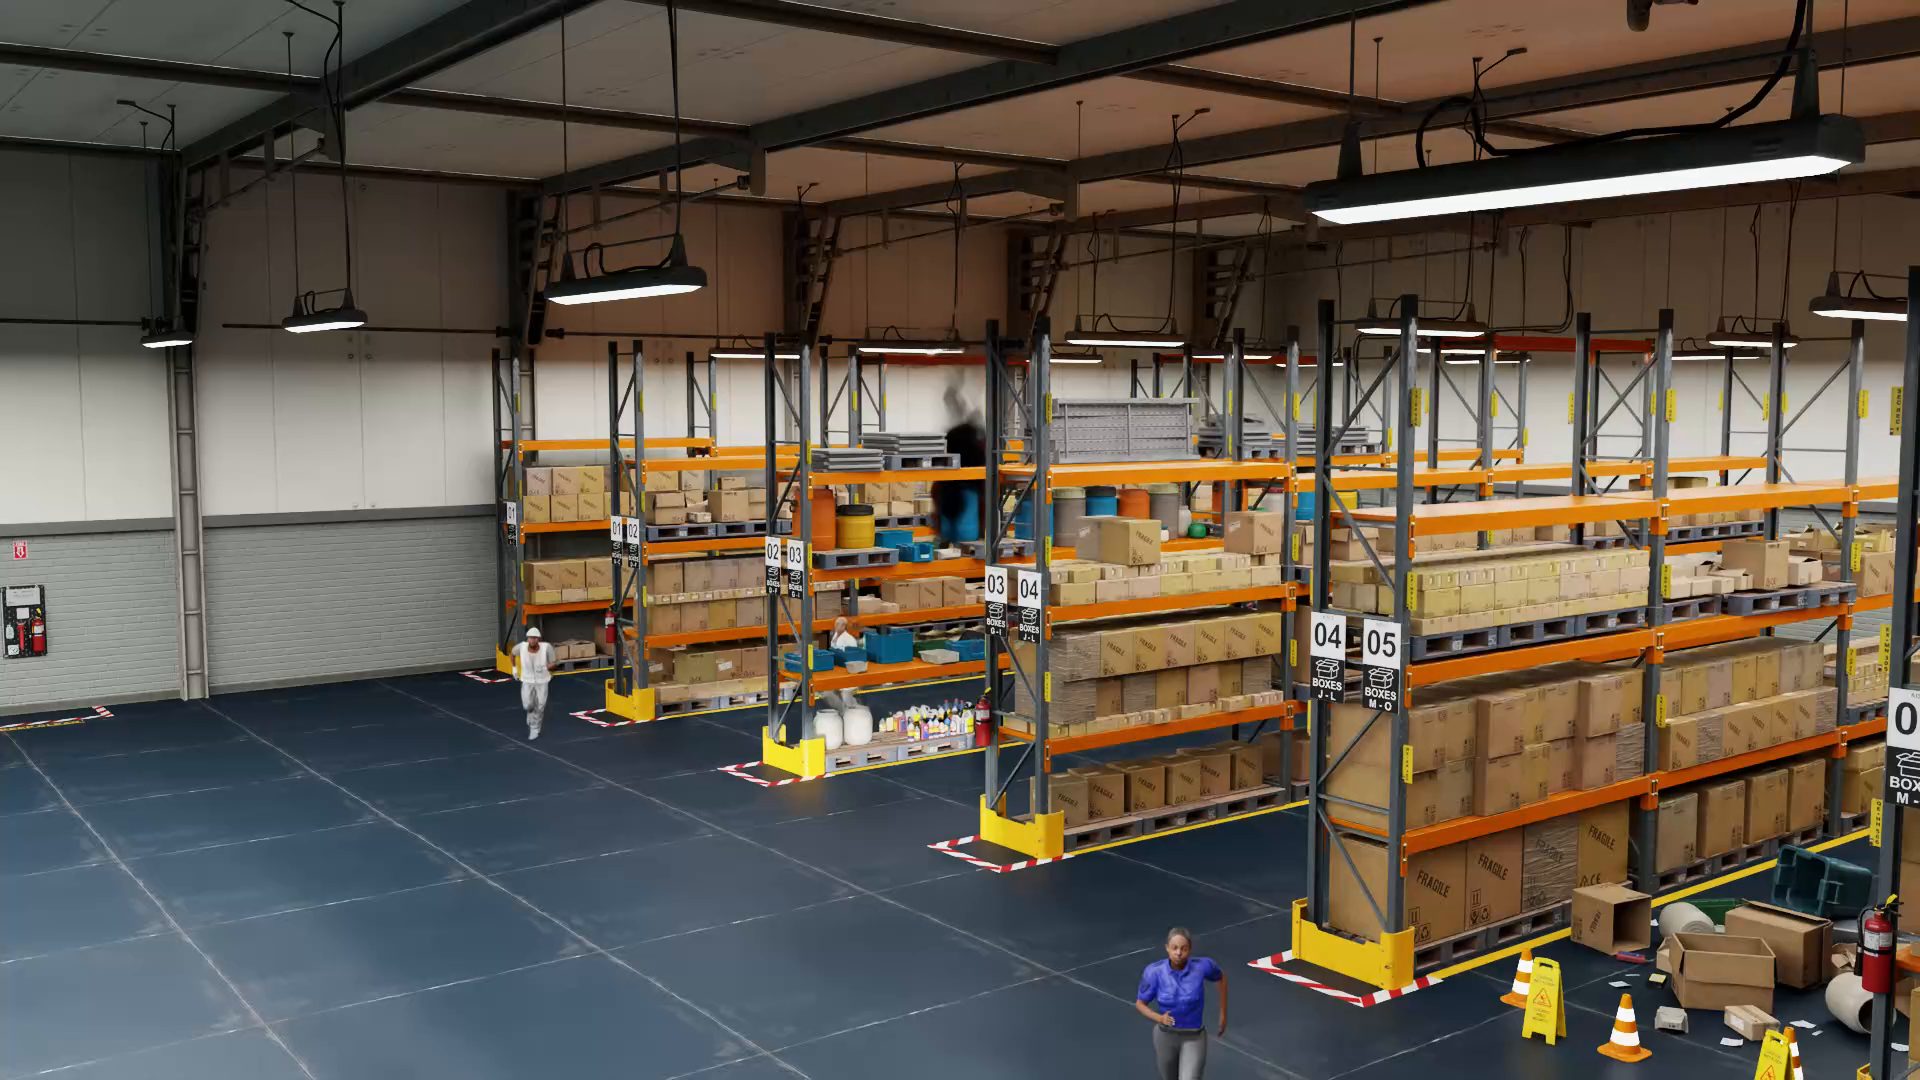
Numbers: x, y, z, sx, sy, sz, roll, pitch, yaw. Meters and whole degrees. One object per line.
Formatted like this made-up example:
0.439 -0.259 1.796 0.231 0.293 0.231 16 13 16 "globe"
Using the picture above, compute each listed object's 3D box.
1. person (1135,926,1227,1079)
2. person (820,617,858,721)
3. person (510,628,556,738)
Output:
1.479 3.379 11.127 0.599 1.697 0.847 1 5 10 "person"
-1.797 2.049 25.524 0.799 1.762 0.691 -4 7 -40 "person"
-6.367 2.141 24.826 0.668 1.699 0.723 -1 5 -14 "person"
